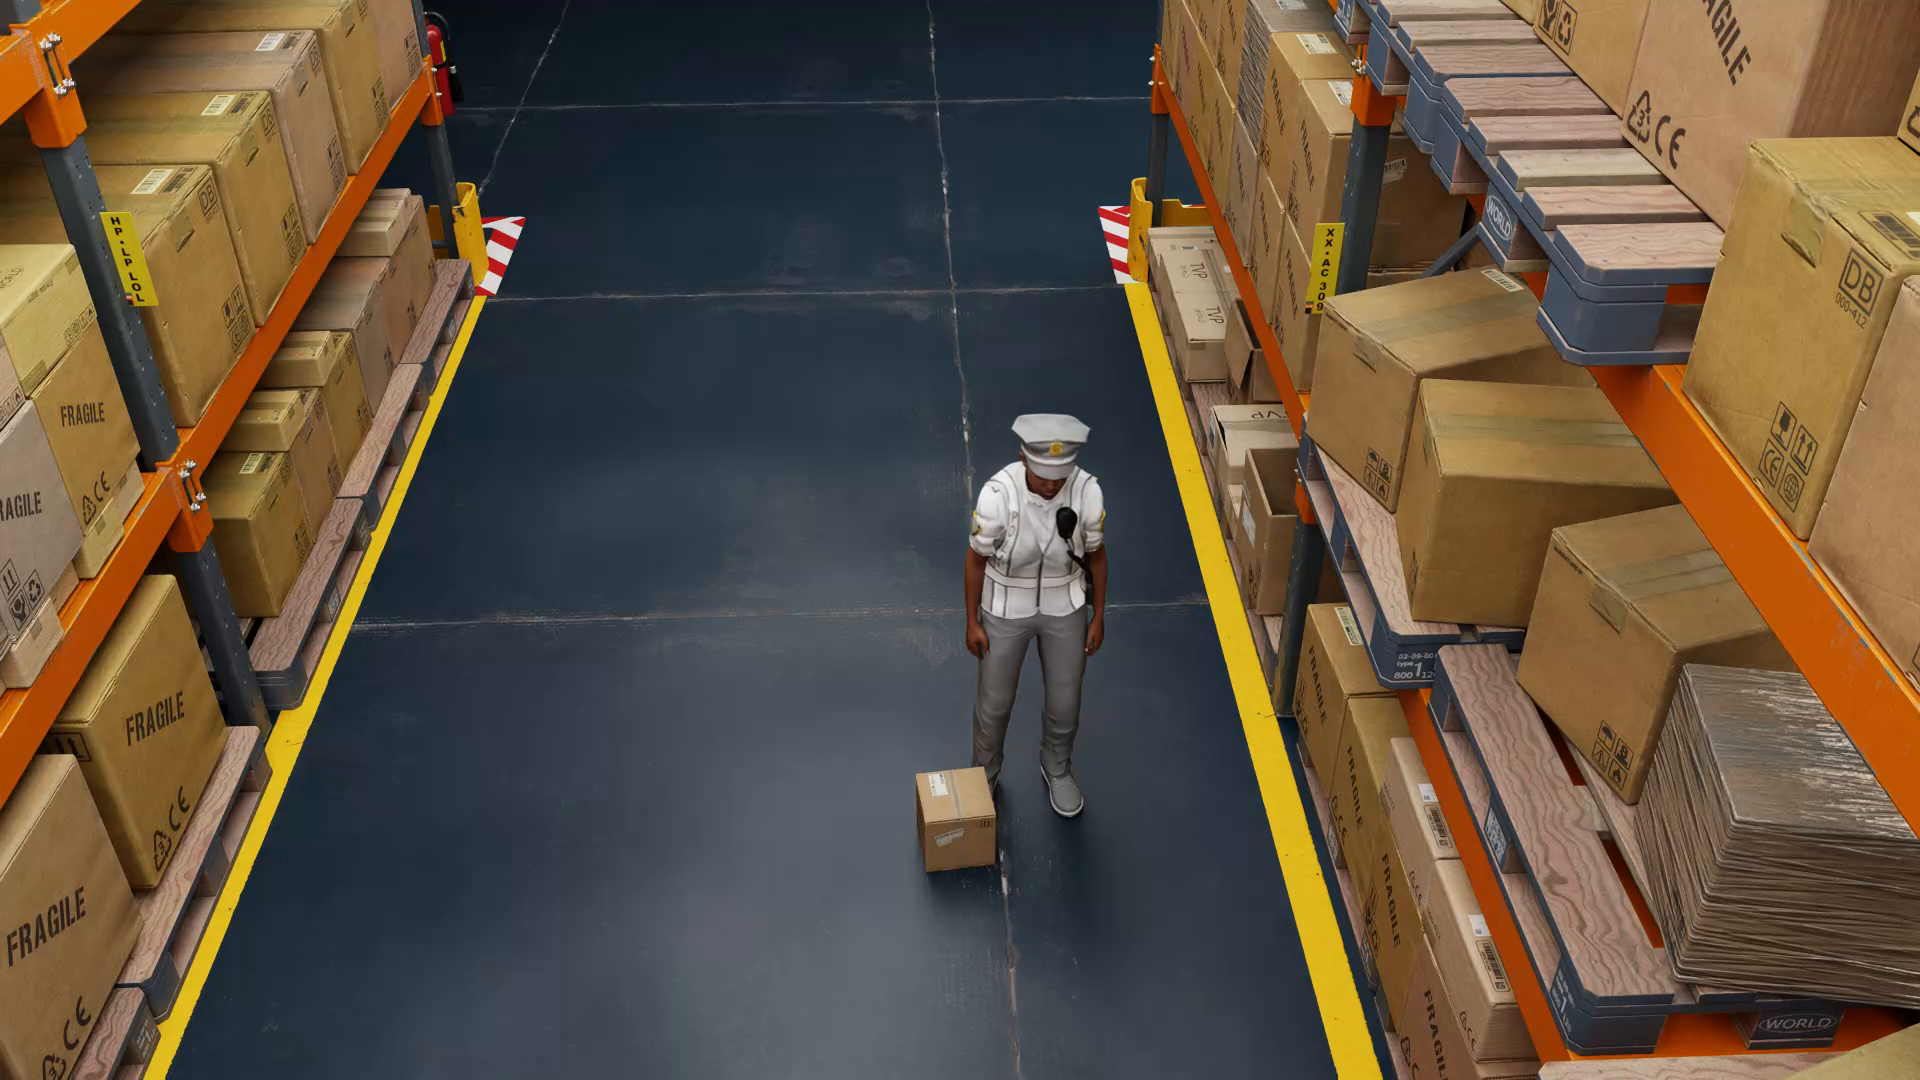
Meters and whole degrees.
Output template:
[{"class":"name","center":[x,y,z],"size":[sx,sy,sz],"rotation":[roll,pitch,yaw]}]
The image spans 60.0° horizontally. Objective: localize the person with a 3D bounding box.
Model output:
[{"class":"person","center":[0.255,0.267,5.771],"size":[0.507,1.660,0.392],"rotation":[-2,36,-3]}]
